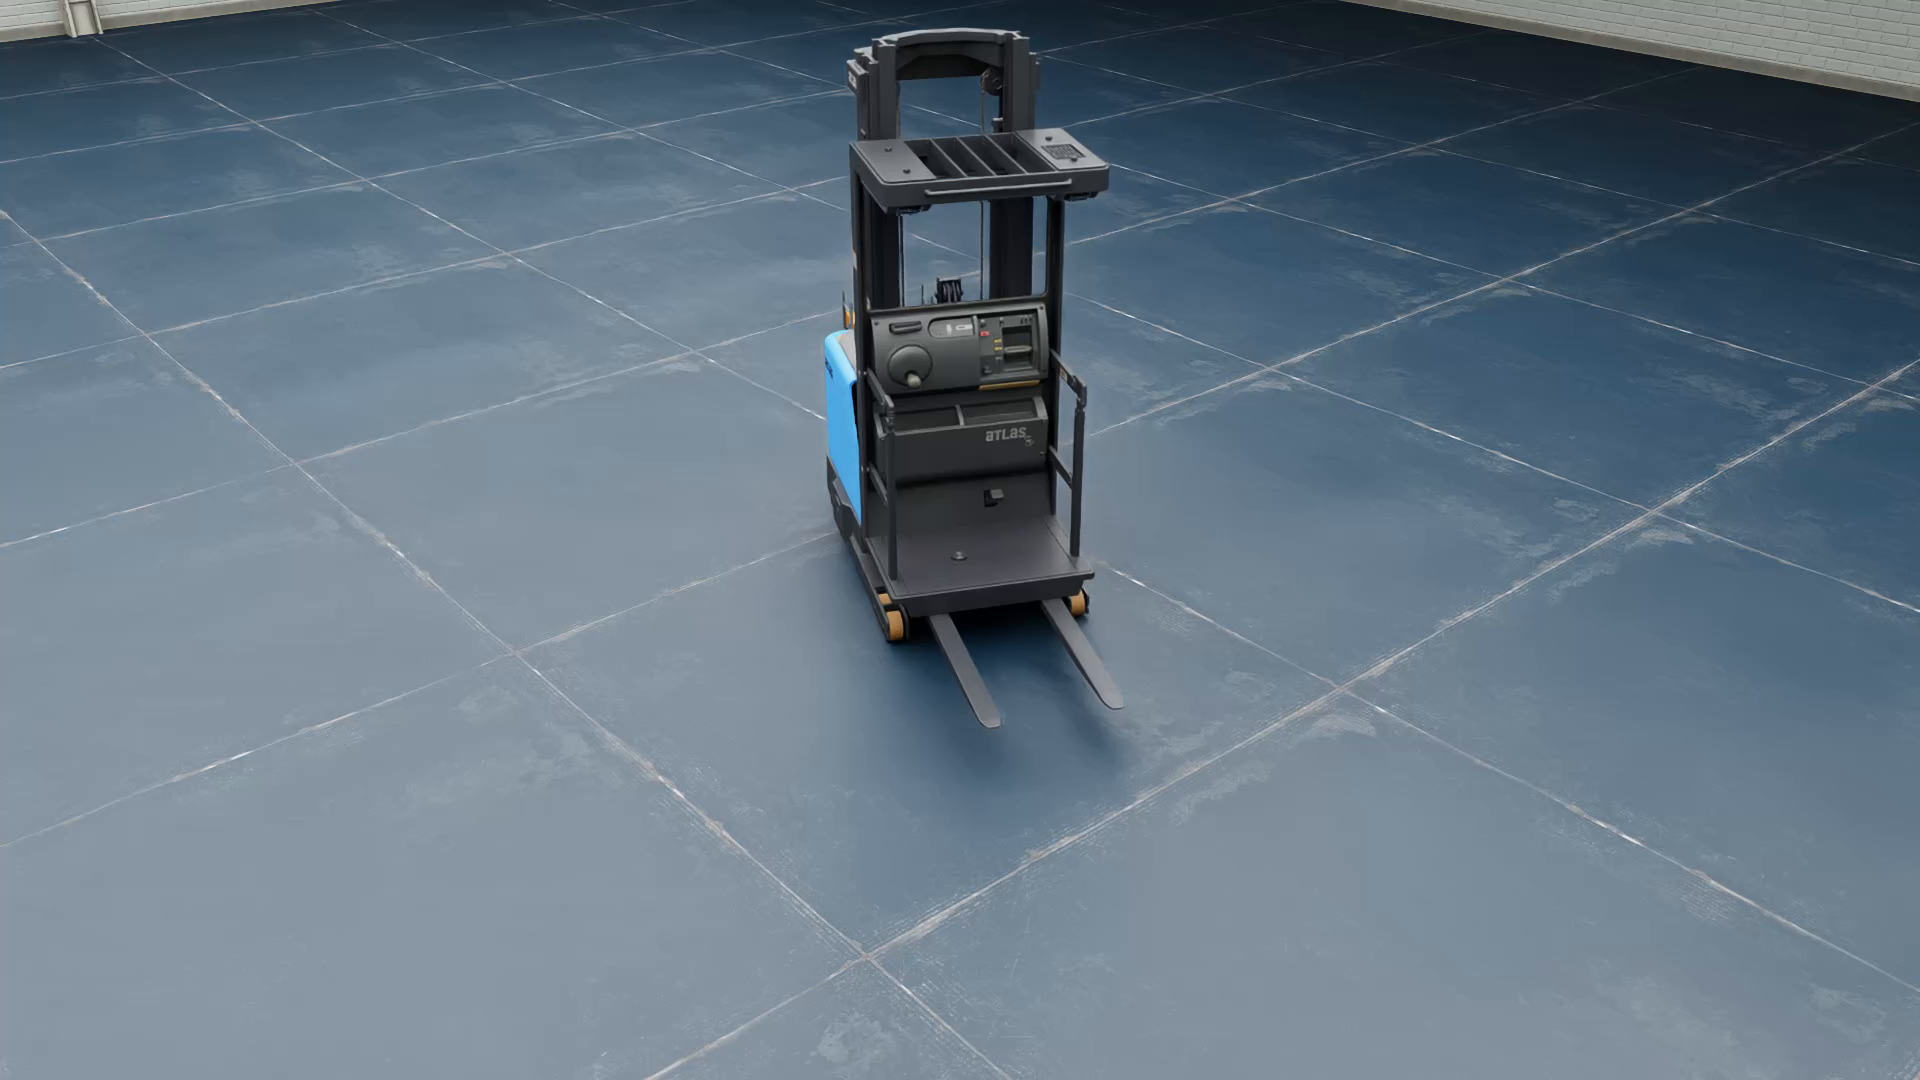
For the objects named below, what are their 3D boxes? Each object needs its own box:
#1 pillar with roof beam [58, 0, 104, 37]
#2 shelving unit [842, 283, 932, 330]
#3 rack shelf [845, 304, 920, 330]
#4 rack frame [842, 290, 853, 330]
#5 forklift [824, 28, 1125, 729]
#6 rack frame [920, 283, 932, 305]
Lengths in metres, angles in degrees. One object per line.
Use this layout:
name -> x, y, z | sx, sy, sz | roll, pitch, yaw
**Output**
pillar with roof beam -> -9.131, -9.324, 17.649 | 0.400, 9.000, 9.100 | -22, 35, -35
shelving unit -> -0.436, -0.951, 10.250 | 0.503, 1.200, 0.258 | -8, 28, -14
rack shelf -> -0.438, -1.301, 10.072 | 0.480, 0.148, 0.258 | -8, 28, -14
rack frame -> -0.671, -0.920, 10.192 | 0.015, 1.200, 0.240 | -8, 28, -14
forklift -> 0.062, -0.959, 8.436 | 1.130, 2.935, 3.031 | -7, 29, -13
rack frame -> -0.201, -0.982, 10.309 | 0.015, 1.200, 0.240 | -8, 28, -14
